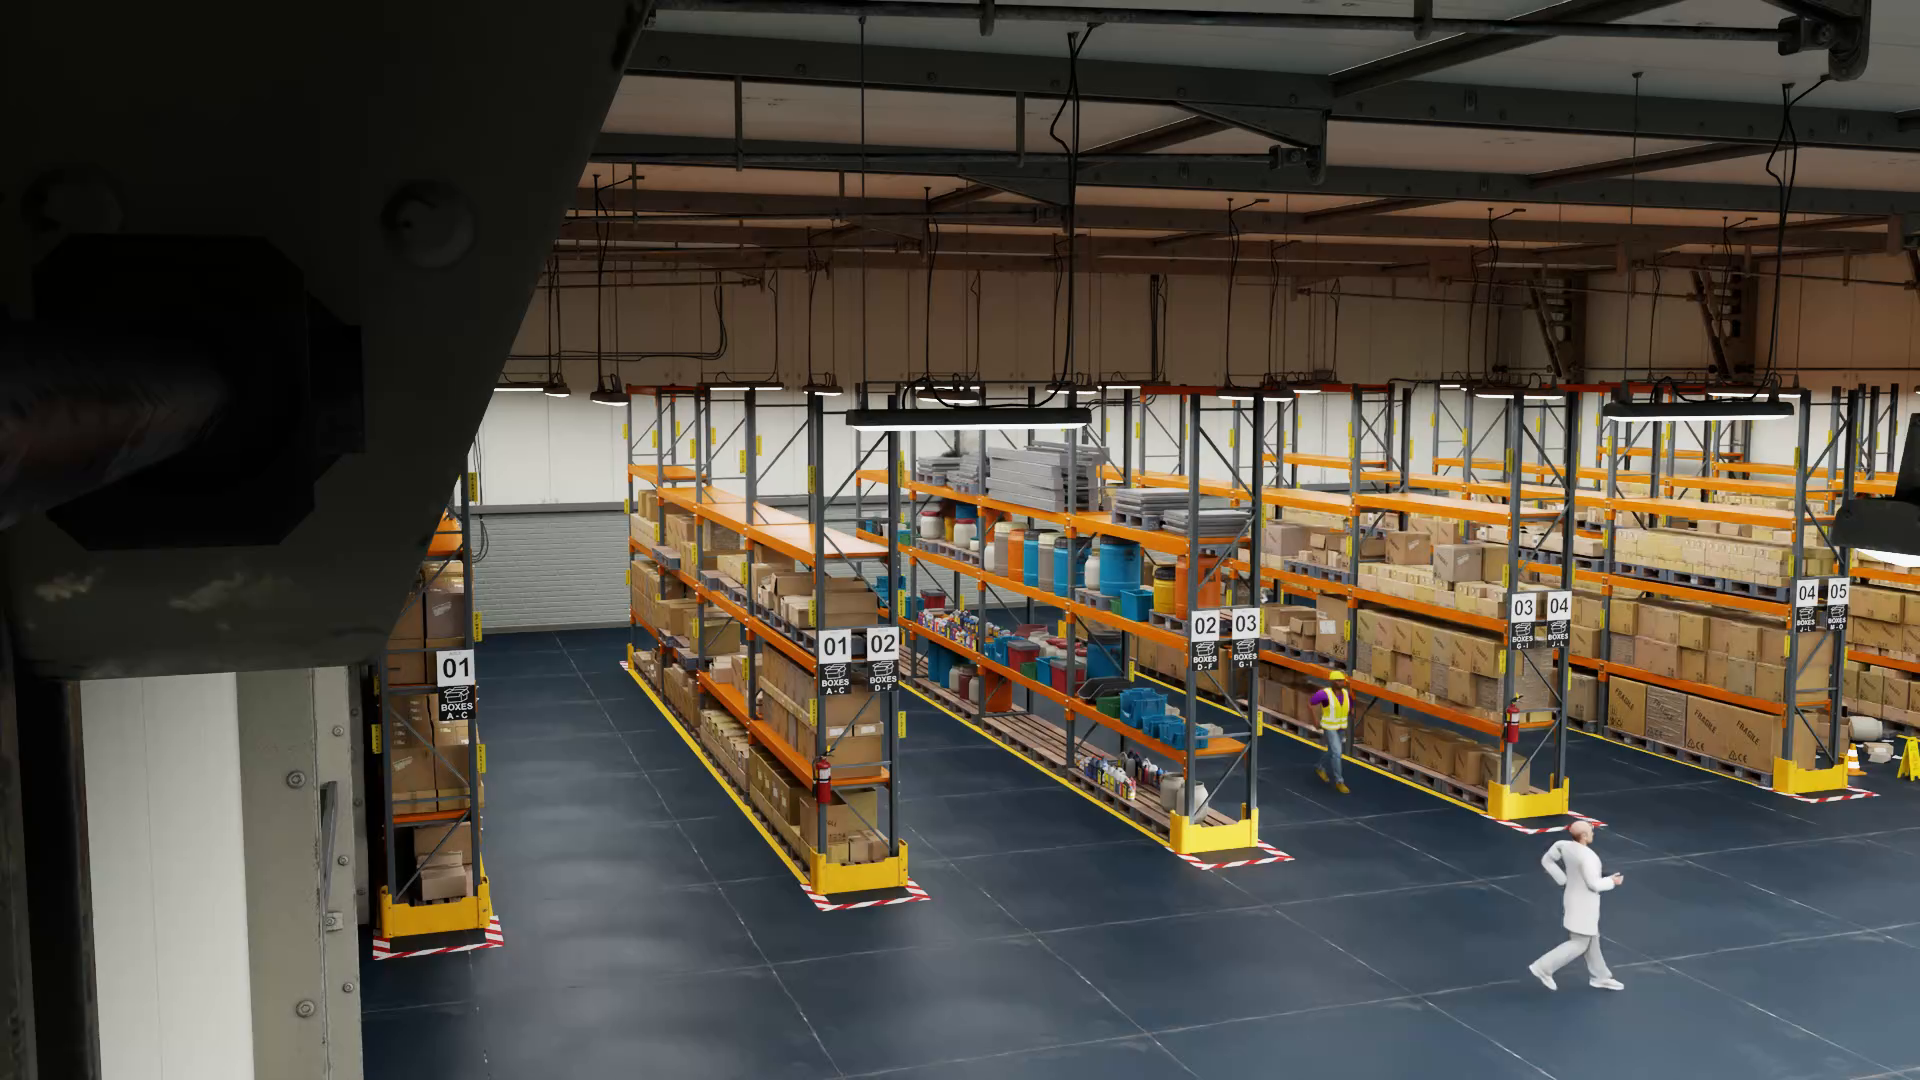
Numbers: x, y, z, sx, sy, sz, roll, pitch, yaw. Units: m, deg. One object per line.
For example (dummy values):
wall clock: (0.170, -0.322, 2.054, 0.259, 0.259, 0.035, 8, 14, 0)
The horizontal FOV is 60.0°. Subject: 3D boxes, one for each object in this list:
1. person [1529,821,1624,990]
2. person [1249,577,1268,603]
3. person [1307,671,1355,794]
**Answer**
person: (6.239, 3.695, 16.734, 1.050, 1.777, 0.708, 0, 6, -4)
person: (6.634, 1.629, 37.488, 0.593, 1.755, 0.714, -2, 6, -16)
person: (5.648, 2.843, 25.043, 0.707, 1.776, 0.896, -3, 7, -29)
